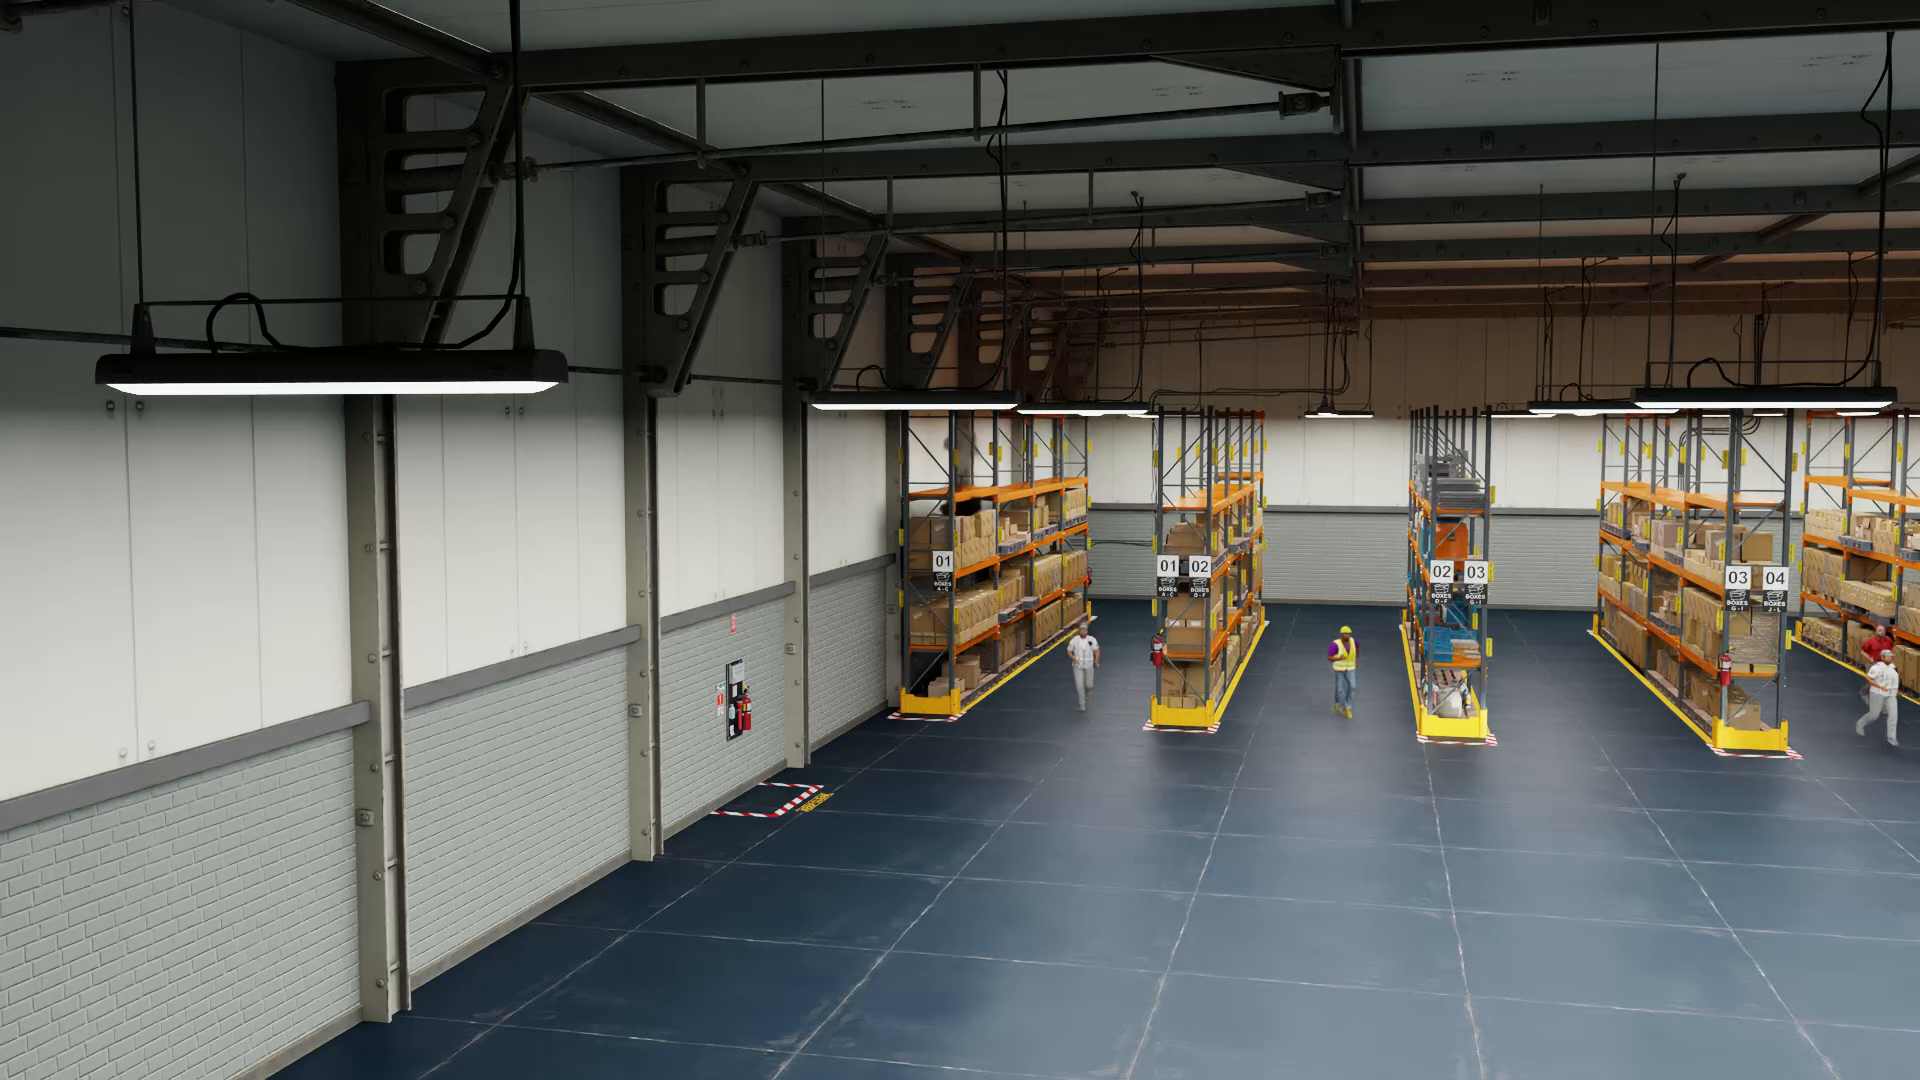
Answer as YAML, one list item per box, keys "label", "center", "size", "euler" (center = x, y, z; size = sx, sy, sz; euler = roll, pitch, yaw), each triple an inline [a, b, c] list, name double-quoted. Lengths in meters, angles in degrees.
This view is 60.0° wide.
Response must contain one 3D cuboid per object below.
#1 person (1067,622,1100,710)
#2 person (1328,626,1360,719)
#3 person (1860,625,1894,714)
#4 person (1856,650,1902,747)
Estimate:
- label: "person"
  center: [2.455, 2.494, 33.019]
  size: [0.664, 1.743, 0.599]
  euler: [0, 4, 1]
- label: "person"
  center: [7.429, 2.543, 32.171]
  size: [0.729, 1.793, 0.839]
  euler: [0, 4, -7]
- label: "person"
  center: [18.122, 2.518, 32.858]
  size: [0.652, 1.709, 0.893]
  euler: [1, 4, 9]
- label: "person"
  center: [16.438, 2.773, 29.582]
  size: [0.643, 1.659, 0.959]
  euler: [-1, 4, -9]
